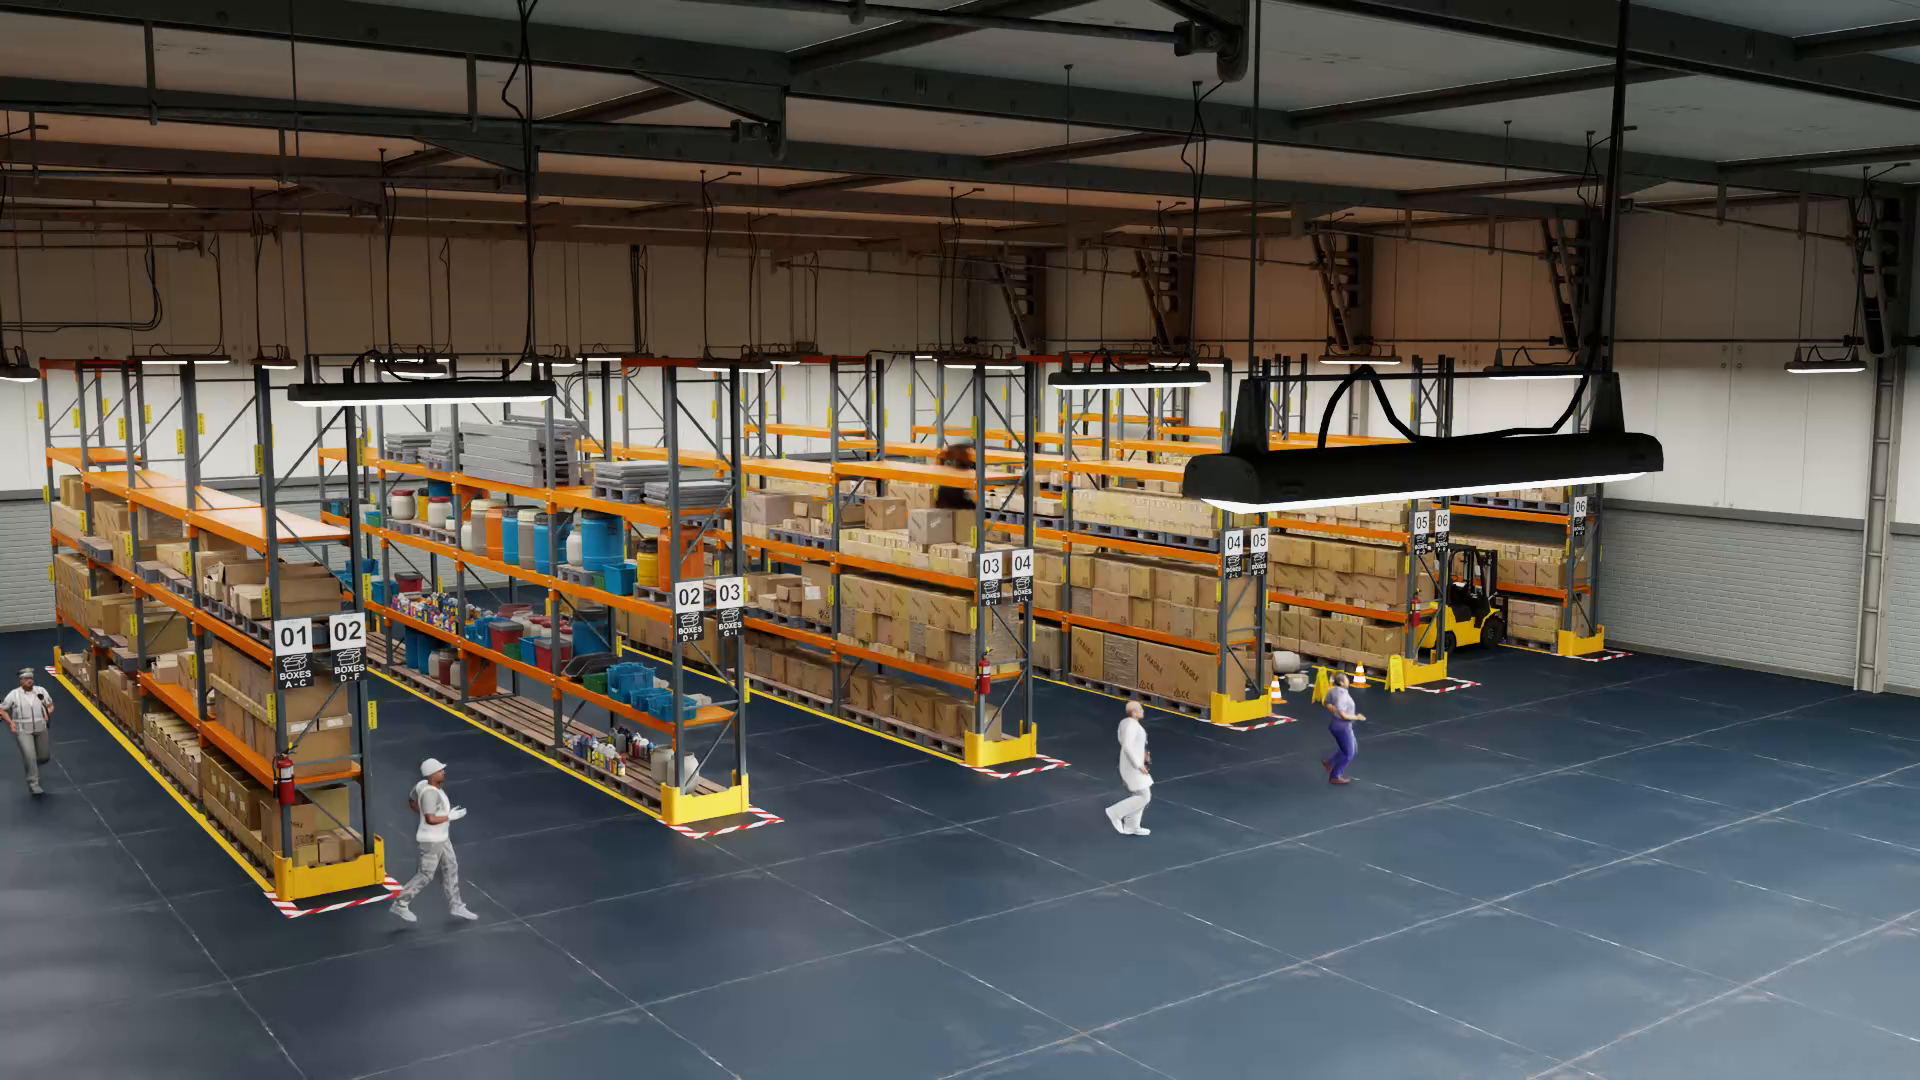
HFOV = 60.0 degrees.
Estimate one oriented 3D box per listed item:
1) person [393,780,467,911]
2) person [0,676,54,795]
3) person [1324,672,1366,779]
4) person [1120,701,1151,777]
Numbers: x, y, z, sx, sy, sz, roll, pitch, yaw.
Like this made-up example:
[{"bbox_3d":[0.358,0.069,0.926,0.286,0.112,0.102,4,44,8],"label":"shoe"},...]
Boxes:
[{"bbox_3d":[-5.761,3.349,18.102,0.805,1.446,0.506,-2,7,-12],"label":"person"},{"bbox_3d":[-13.094,2.687,23.409,0.674,1.687,0.792,-7,10,-44],"label":"person"},{"bbox_3d":[5.516,2.649,23.804,0.516,1.535,0.599,0,7,0],"label":"person"},{"bbox_3d":[2.265,2.517,21.262,0.427,0.940,0.691,-1,7,-5],"label":"person"}]
